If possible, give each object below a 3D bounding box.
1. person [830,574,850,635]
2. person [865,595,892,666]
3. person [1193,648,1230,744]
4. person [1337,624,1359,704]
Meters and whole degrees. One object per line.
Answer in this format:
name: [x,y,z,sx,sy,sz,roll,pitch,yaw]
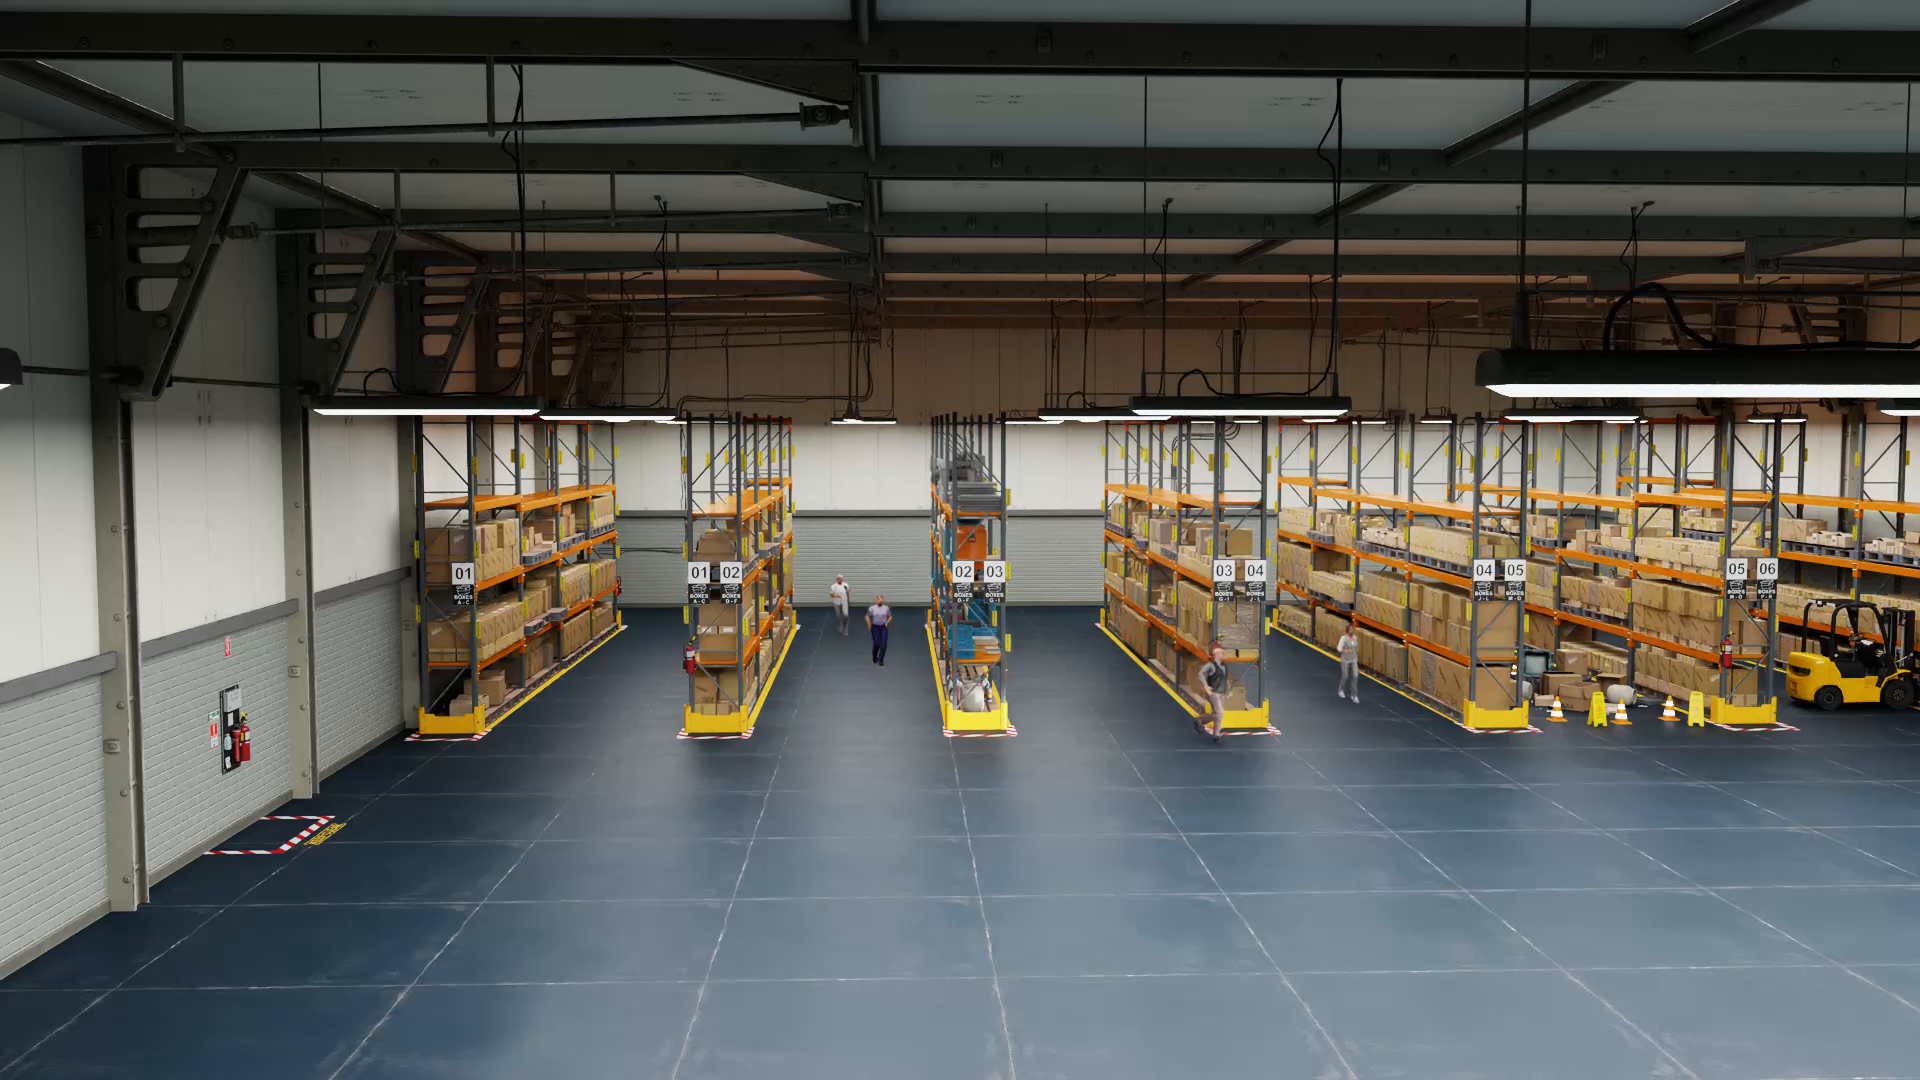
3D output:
person: [-3.303,1.797,45.869,0.577,1.701,0.711,-1,4,-8]
person: [-1.830,2.059,37.904,0.607,1.619,0.503,-1,4,-12]
person: [4.660,2.828,30.432,0.810,1.707,0.706,4,5,45]
person: [8.088,2.565,34.695,0.524,1.637,0.731,-1,4,-10]
